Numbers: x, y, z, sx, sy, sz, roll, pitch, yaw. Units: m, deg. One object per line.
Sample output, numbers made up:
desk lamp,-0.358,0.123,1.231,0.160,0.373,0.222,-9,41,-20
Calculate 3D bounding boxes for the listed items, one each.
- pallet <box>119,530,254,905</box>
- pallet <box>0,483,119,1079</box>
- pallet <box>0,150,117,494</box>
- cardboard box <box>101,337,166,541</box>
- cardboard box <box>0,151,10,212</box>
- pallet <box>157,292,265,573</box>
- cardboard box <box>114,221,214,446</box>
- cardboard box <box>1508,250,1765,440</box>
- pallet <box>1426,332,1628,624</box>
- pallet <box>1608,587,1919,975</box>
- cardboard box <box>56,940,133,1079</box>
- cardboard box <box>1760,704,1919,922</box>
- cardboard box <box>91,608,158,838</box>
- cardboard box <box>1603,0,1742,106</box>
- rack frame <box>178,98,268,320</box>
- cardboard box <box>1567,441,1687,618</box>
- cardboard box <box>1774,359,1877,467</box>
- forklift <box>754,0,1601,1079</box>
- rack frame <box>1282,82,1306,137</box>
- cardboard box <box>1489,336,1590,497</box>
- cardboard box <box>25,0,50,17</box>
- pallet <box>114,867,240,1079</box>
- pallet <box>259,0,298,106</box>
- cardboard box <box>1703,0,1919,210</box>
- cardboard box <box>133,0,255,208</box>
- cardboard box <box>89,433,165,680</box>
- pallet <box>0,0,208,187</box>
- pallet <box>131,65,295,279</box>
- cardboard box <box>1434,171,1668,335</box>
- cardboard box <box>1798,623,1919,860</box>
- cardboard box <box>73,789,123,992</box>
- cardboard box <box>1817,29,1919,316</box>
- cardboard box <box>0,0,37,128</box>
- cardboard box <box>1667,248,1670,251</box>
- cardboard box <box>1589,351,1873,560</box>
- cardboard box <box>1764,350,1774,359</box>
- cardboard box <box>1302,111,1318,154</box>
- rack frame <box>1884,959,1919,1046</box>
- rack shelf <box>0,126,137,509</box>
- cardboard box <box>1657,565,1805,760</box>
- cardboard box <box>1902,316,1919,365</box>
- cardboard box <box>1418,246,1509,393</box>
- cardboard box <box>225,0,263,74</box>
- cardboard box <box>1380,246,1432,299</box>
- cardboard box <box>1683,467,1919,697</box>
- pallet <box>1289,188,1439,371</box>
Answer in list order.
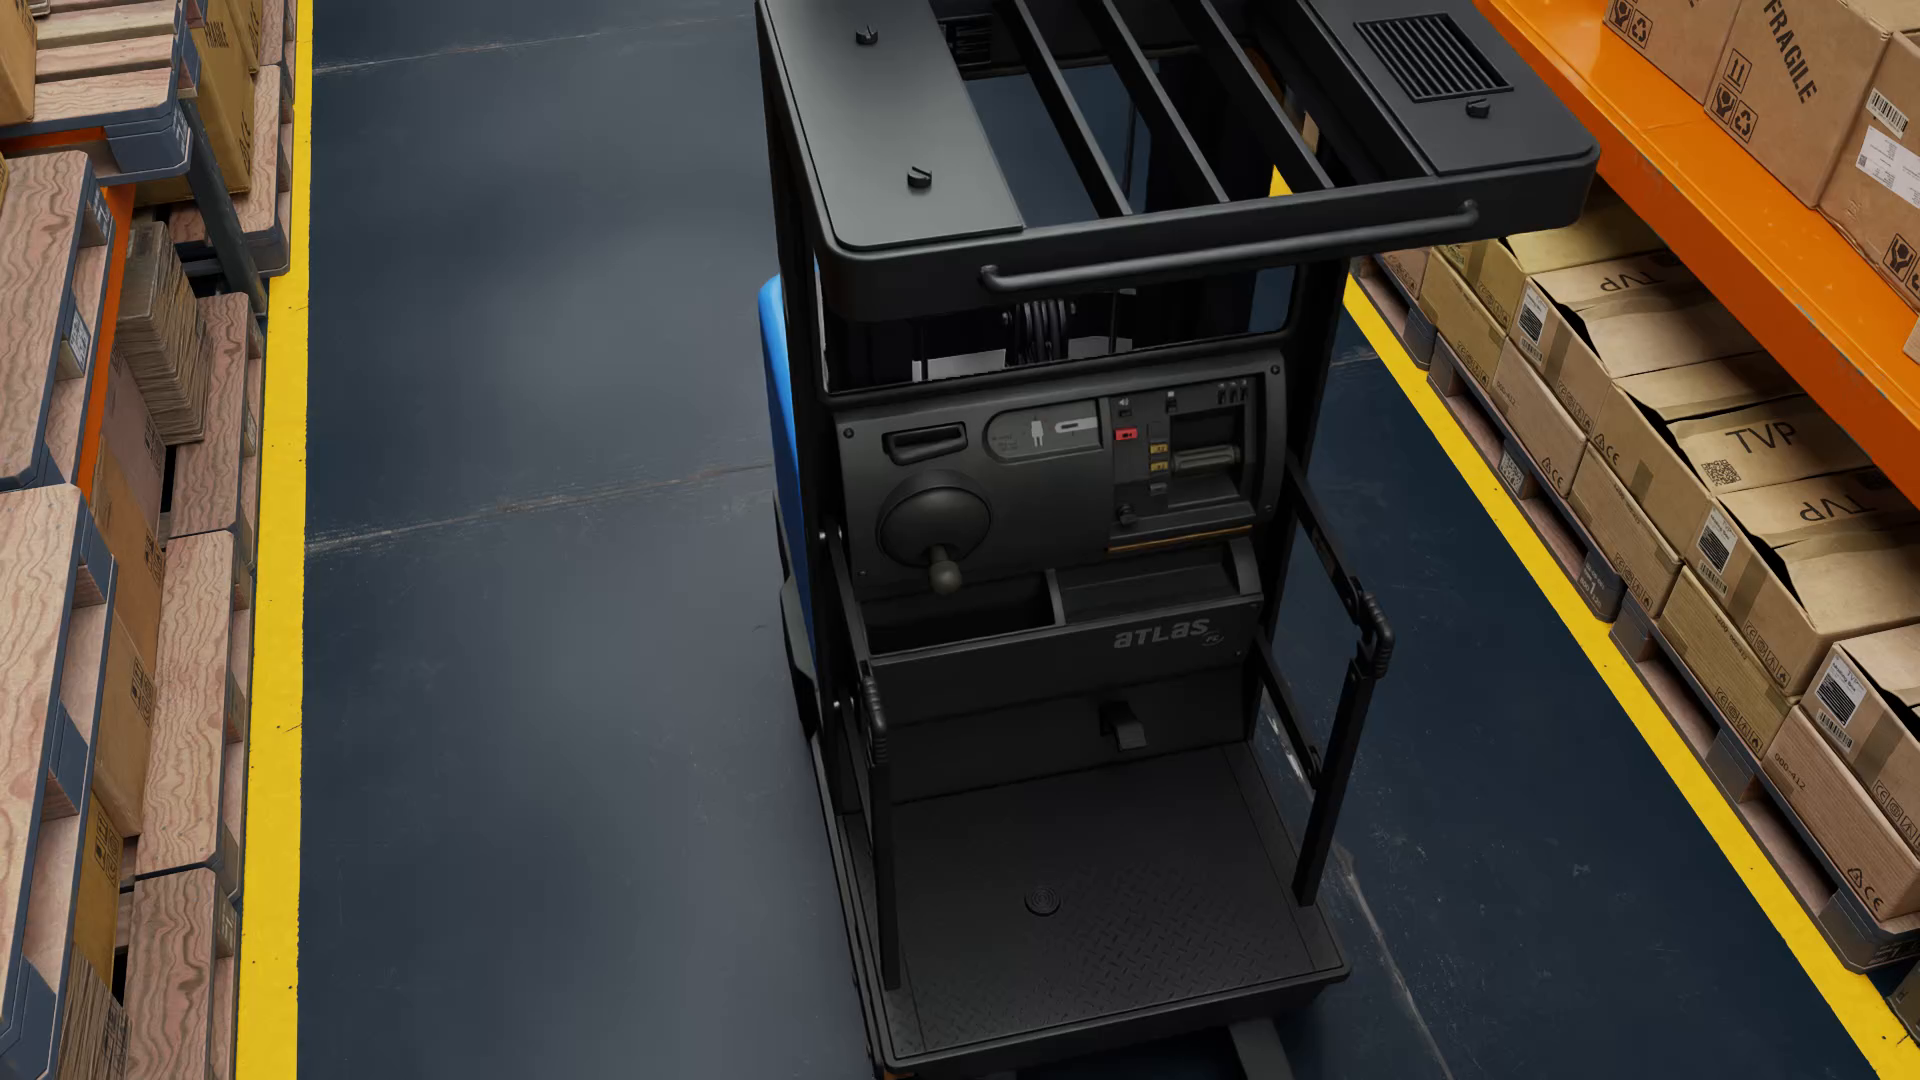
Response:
pallet,-2.510,0.548,4.565,1.003,0.211,1.213,-11,47,-10
pallet,-2.048,0.466,2.827,1.003,0.211,1.213,-11,47,-10
pallet,-2.471,-0.382,3.658,1.003,0.211,1.213,-11,47,-10
cardboard box,-2.763,-0.223,4.810,0.700,0.500,0.500,-11,47,-10
cardboard box,-2.547,-0.819,3.574,0.700,0.500,0.500,-11,47,-10
pallet,-2.818,-0.293,5.389,1.003,0.211,1.213,-11,47,-10
cardboard box,-2.782,-0.600,5.180,0.700,0.500,0.500,-10,46,-10
cardboard box,2.024,-0.614,4.990,0.500,0.311,0.500,-11,47,-11
pallet,2.252,-0.324,5.420,1.003,0.211,1.213,-11,47,-10
pallet,2.568,0.519,4.593,1.003,0.211,1.213,-11,47,-10
cardboard box,-2.198,1.169,3.446,0.700,0.500,0.500,-9,46,-9
cardboard box,2.408,0.627,4.166,0.500,0.250,0.500,-11,47,-11
cardboard box,-2.470,0.462,4.139,0.700,0.500,0.500,-10,46,-10
cardboard box,2.216,-1.596,4.644,0.500,0.500,0.500,-13,47,-12
rack frame,-3.017,-1.808,4.922,1.000,3.000,0.127,-11,47,-10
cardboard box,2.149,-0.076,4.855,0.500,0.250,0.500,-10,46,-9
cardboard box,2.673,-0.370,4.751,0.500,0.311,0.500,-12,47,-12
forklift,0.266,-0.040,3.237,1.130,2.935,3.031,-9,46,-9
rack frame,1.771,-2.717,5.812,1.000,3.000,0.127,-11,47,-10
cardboard box,2.020,-0.427,5.200,0.500,0.250,0.500,-10,46,-10
cardboard box,-2.887,-1.675,4.413,0.700,0.500,0.500,-16,48,-15
pallet,-2.194,1.392,3.738,1.003,0.211,1.213,-11,47,-10
pallet,-3.455,-2.231,7.289,1.003,0.211,1.213,-11,47,-10
cardboard box,2.351,-1.233,4.288,0.500,0.500,0.500,-11,47,-10
cardboard box,-3.078,-1.735,6.061,0.750,0.750,0.750,-11,47,-11
cardboard box,-2.608,0.115,4.479,0.700,0.500,0.500,-11,47,-11
pallet,-2.732,-1.269,4.527,1.213,0.211,1.003,-11,47,-10
pallet,-3.146,-1.390,6.465,1.003,0.211,1.213,-11,47,-10
cardboard box,1.892,-0.969,5.338,0.500,0.311,0.500,-12,47,-11
cardboard box,2.414,0.437,3.960,0.500,0.311,0.500,-11,47,-10
cardboard box,-2.378,0.822,3.787,0.700,0.500,0.500,-12,47,-11
cardboard box,2.479,-0.887,3.949,0.500,0.500,0.500,-8,46,-7
cardboard box,-2.718,-1.294,4.040,0.700,0.500,0.500,-15,47,-14
cardboard box,2.409,-1.074,5.441,0.500,0.311,0.500,-11,47,-11
cardboard box,2.149,-0.266,4.649,0.500,0.311,0.500,-11,47,-10
cardboard box,2.535,-0.728,5.102,0.500,0.311,0.500,-10,46,-9
cardboard box,1.621,-1.486,6.237,0.500,0.250,0.500,-11,47,-10
rack frame,2.795,0.045,3.106,1.000,3.000,0.127,-11,47,-10
rack shelf,-2.505,-0.176,3.826,1.077,0.370,4.000,-11,47,-10
cardboard box,2.280,0.278,4.509,0.500,0.250,0.500,-11,47,-11
cardboard box,2.392,-0.481,3.716,0.396,0.266,0.258,-12,47,-11
cardboard box,1.889,-0.781,5.547,0.500,0.250,0.500,-12,47,-11
cardboard box,-3.297,-2.341,6.655,0.750,0.750,0.750,-11,47,-11
cardboard box,1.750,-1.139,5.897,0.500,0.250,0.500,-12,47,-11
cardboard box,2.275,0.079,4.311,0.500,0.311,0.500,-10,46,-9
pallet,1.944,-1.165,6.244,1.003,0.211,1.213,-11,47,-10
